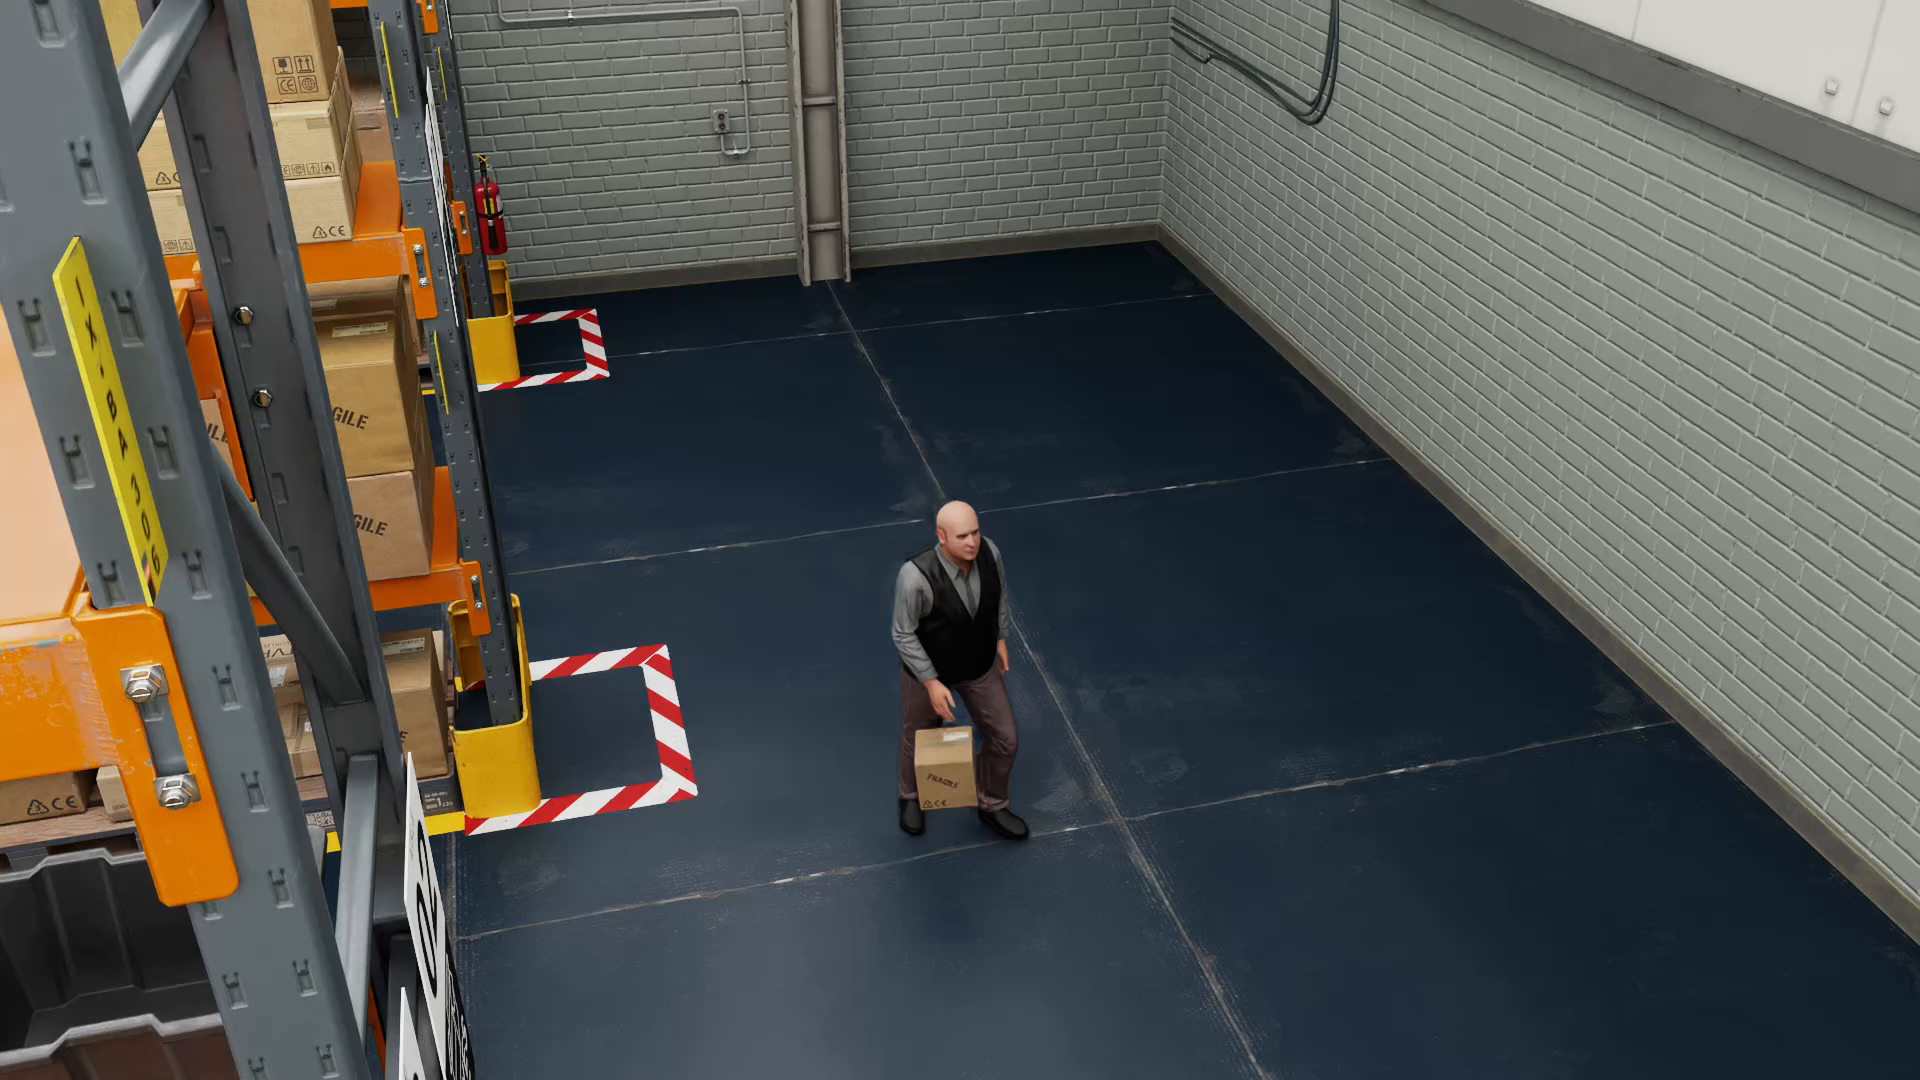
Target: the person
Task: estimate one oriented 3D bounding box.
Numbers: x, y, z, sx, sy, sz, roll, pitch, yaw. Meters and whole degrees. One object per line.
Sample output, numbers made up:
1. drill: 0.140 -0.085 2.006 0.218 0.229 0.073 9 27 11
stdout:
1. person: -0.028 0.575 7.291 0.625 1.701 0.598 -17 34 -26
